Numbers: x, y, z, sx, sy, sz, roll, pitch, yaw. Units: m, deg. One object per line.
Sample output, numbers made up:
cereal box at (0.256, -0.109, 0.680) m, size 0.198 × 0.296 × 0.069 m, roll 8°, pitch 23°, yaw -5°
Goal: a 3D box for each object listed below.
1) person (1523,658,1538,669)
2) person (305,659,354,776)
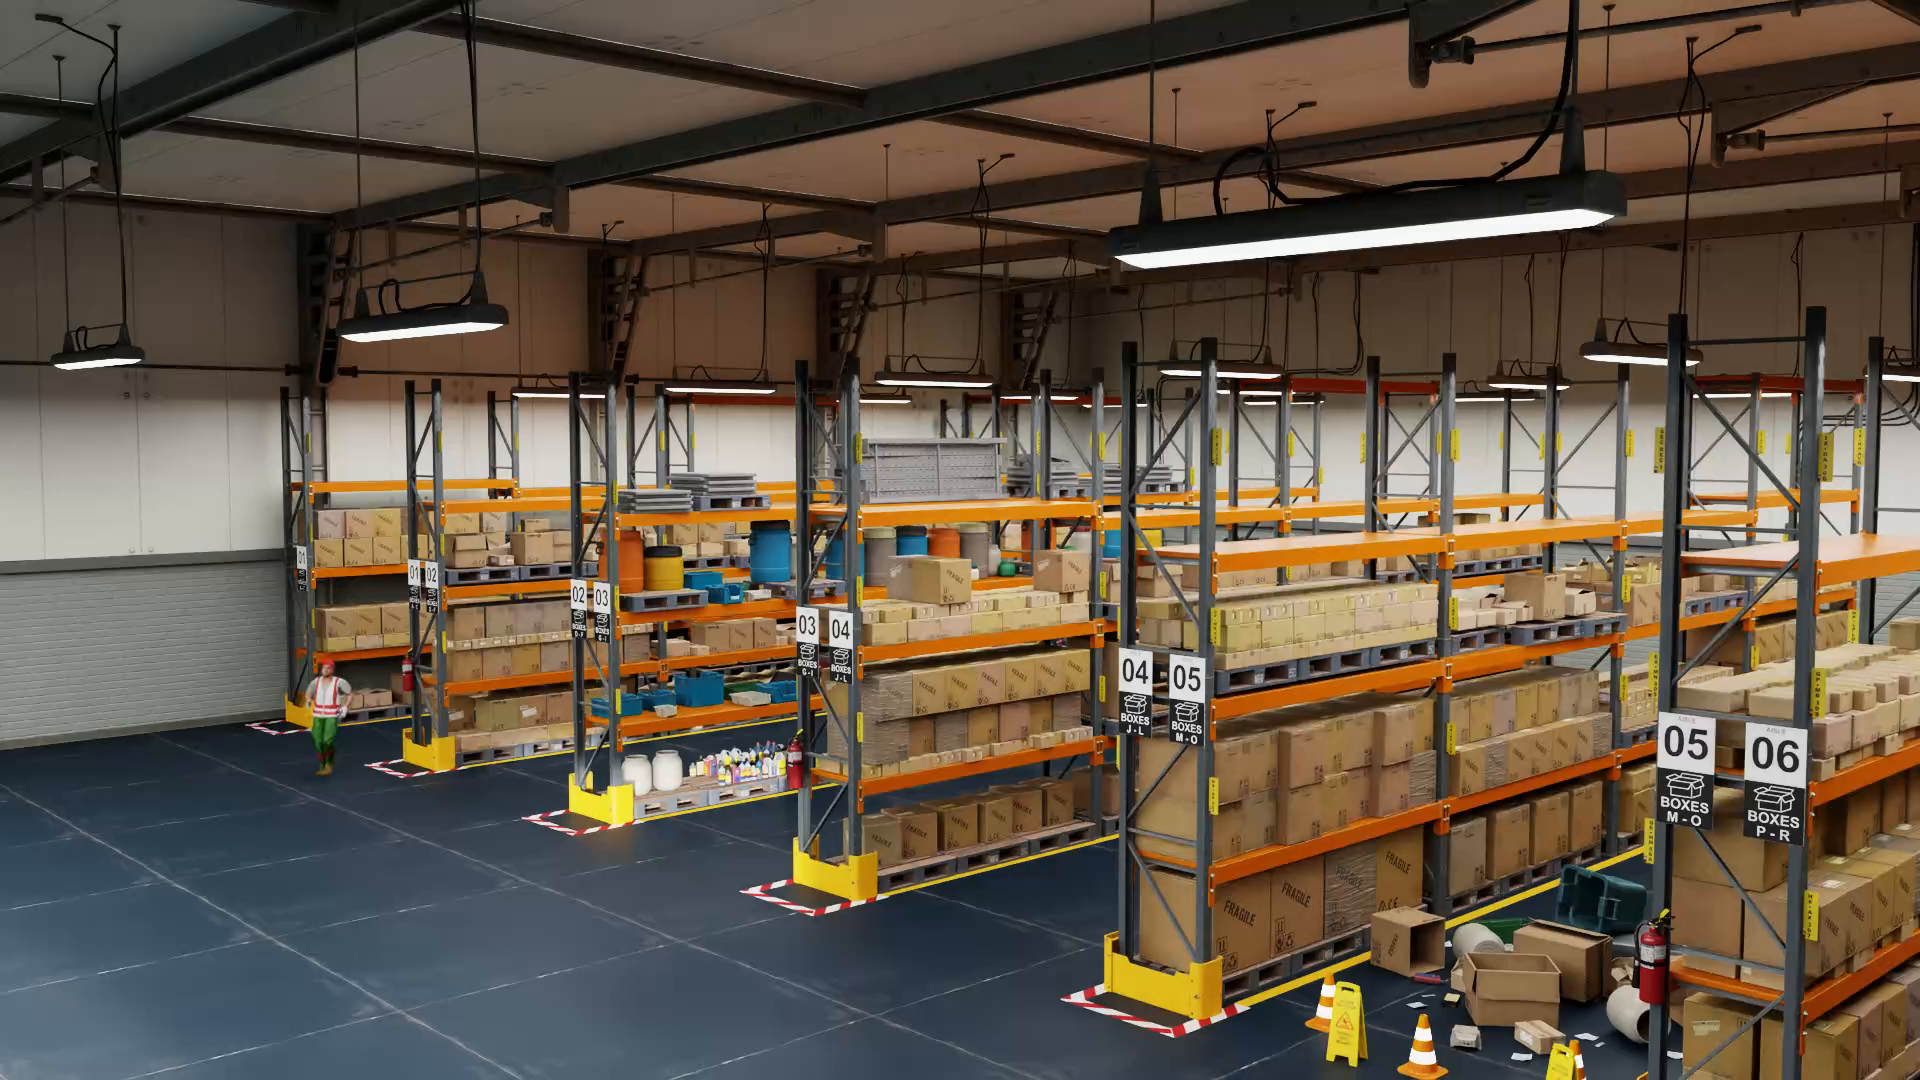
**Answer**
person at (8.925, 2.650, 26.092) m, size 0.621 × 1.695 × 0.909 m, roll 3°, pitch 5°, yaw 37°
person at (-9.548, 2.678, 25.026) m, size 0.681 × 1.762 × 0.570 m, roll 0°, pitch 4°, yaw 0°
